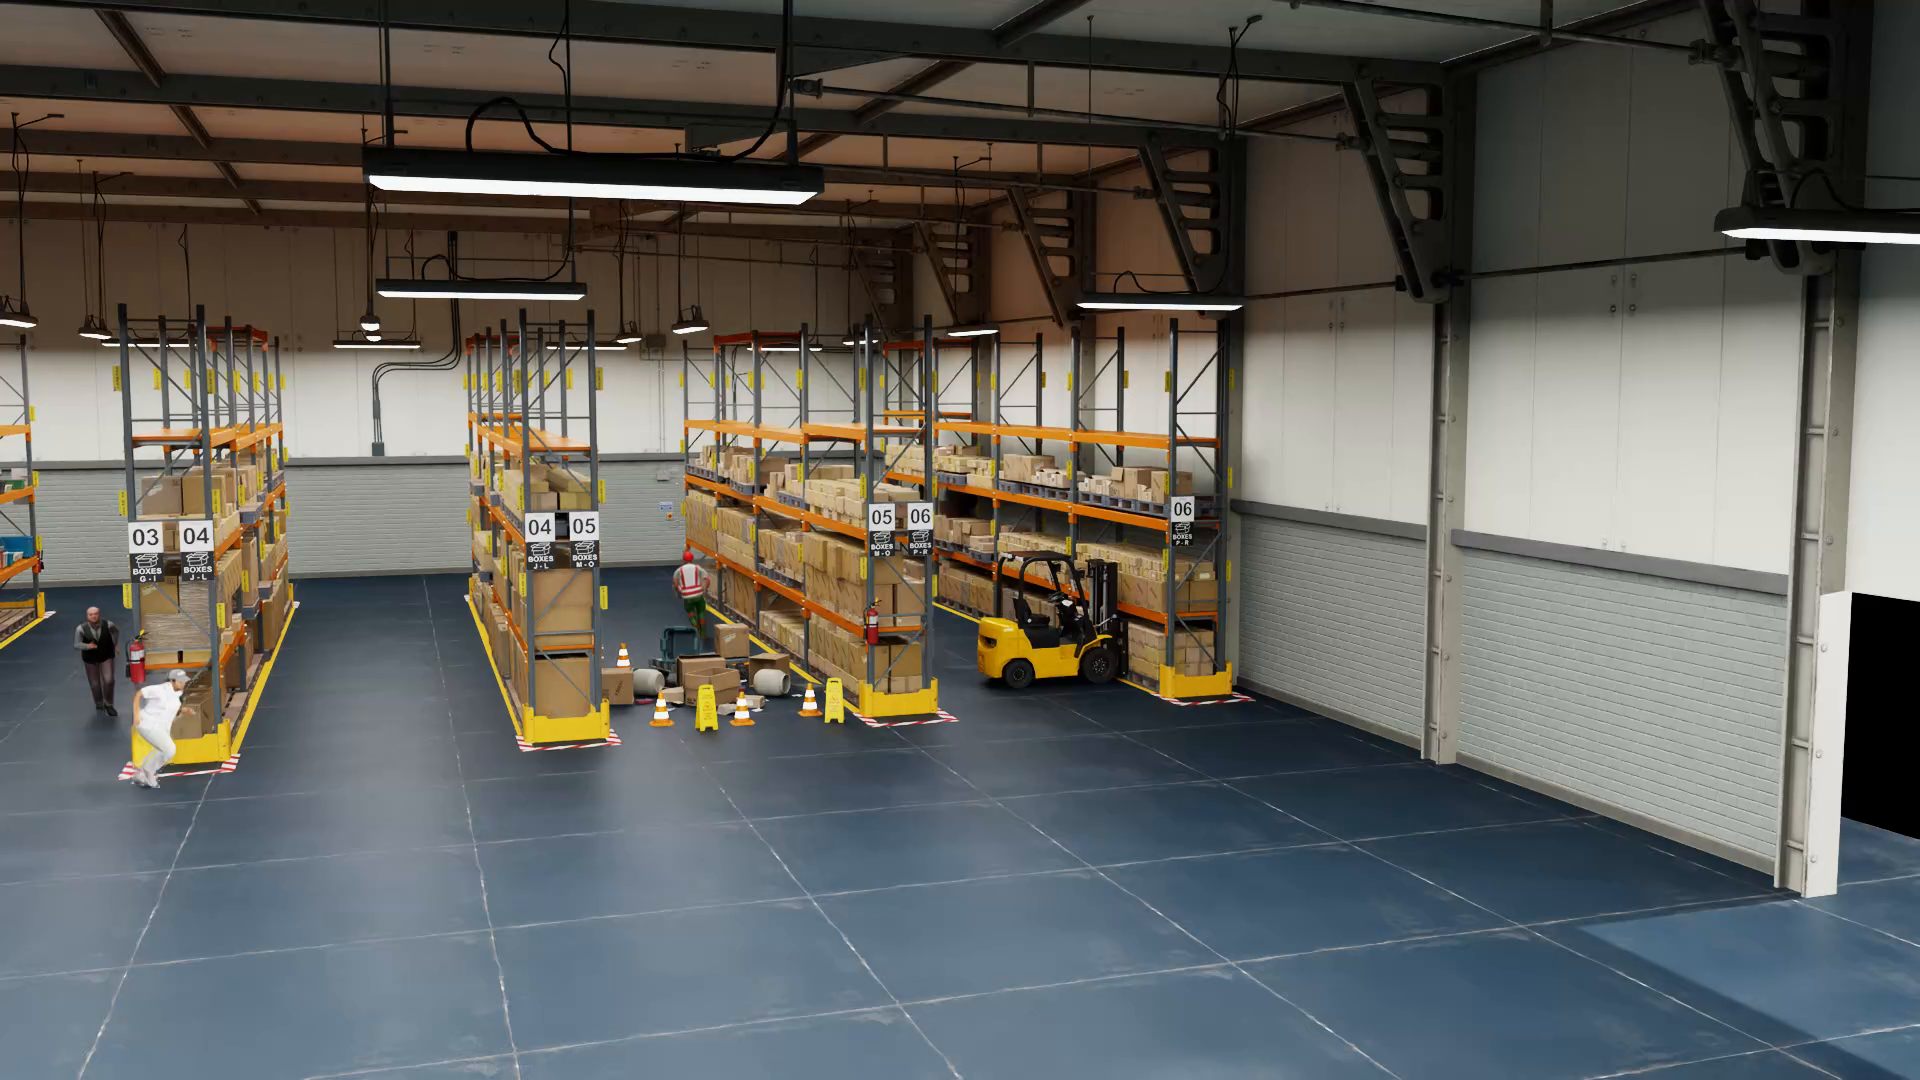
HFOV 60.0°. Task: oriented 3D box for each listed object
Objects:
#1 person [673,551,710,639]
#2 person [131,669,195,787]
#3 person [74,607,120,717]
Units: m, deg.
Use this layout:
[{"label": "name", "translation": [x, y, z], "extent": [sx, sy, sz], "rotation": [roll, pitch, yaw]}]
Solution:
[{"label": "person", "translation": [-5.244, 1.071, 32.442], "extent": [0.714, 1.715, 0.548], "rotation": [-1, 6, -11]}, {"label": "person", "translation": [-9.836, 2.320, 20.394], "extent": [0.879, 1.498, 0.646], "rotation": [1, 6, 10]}, {"label": "person", "translation": [-12.900, 1.811, 24.885], "extent": [0.578, 1.666, 0.941], "rotation": [-2, 6, -23]}]
